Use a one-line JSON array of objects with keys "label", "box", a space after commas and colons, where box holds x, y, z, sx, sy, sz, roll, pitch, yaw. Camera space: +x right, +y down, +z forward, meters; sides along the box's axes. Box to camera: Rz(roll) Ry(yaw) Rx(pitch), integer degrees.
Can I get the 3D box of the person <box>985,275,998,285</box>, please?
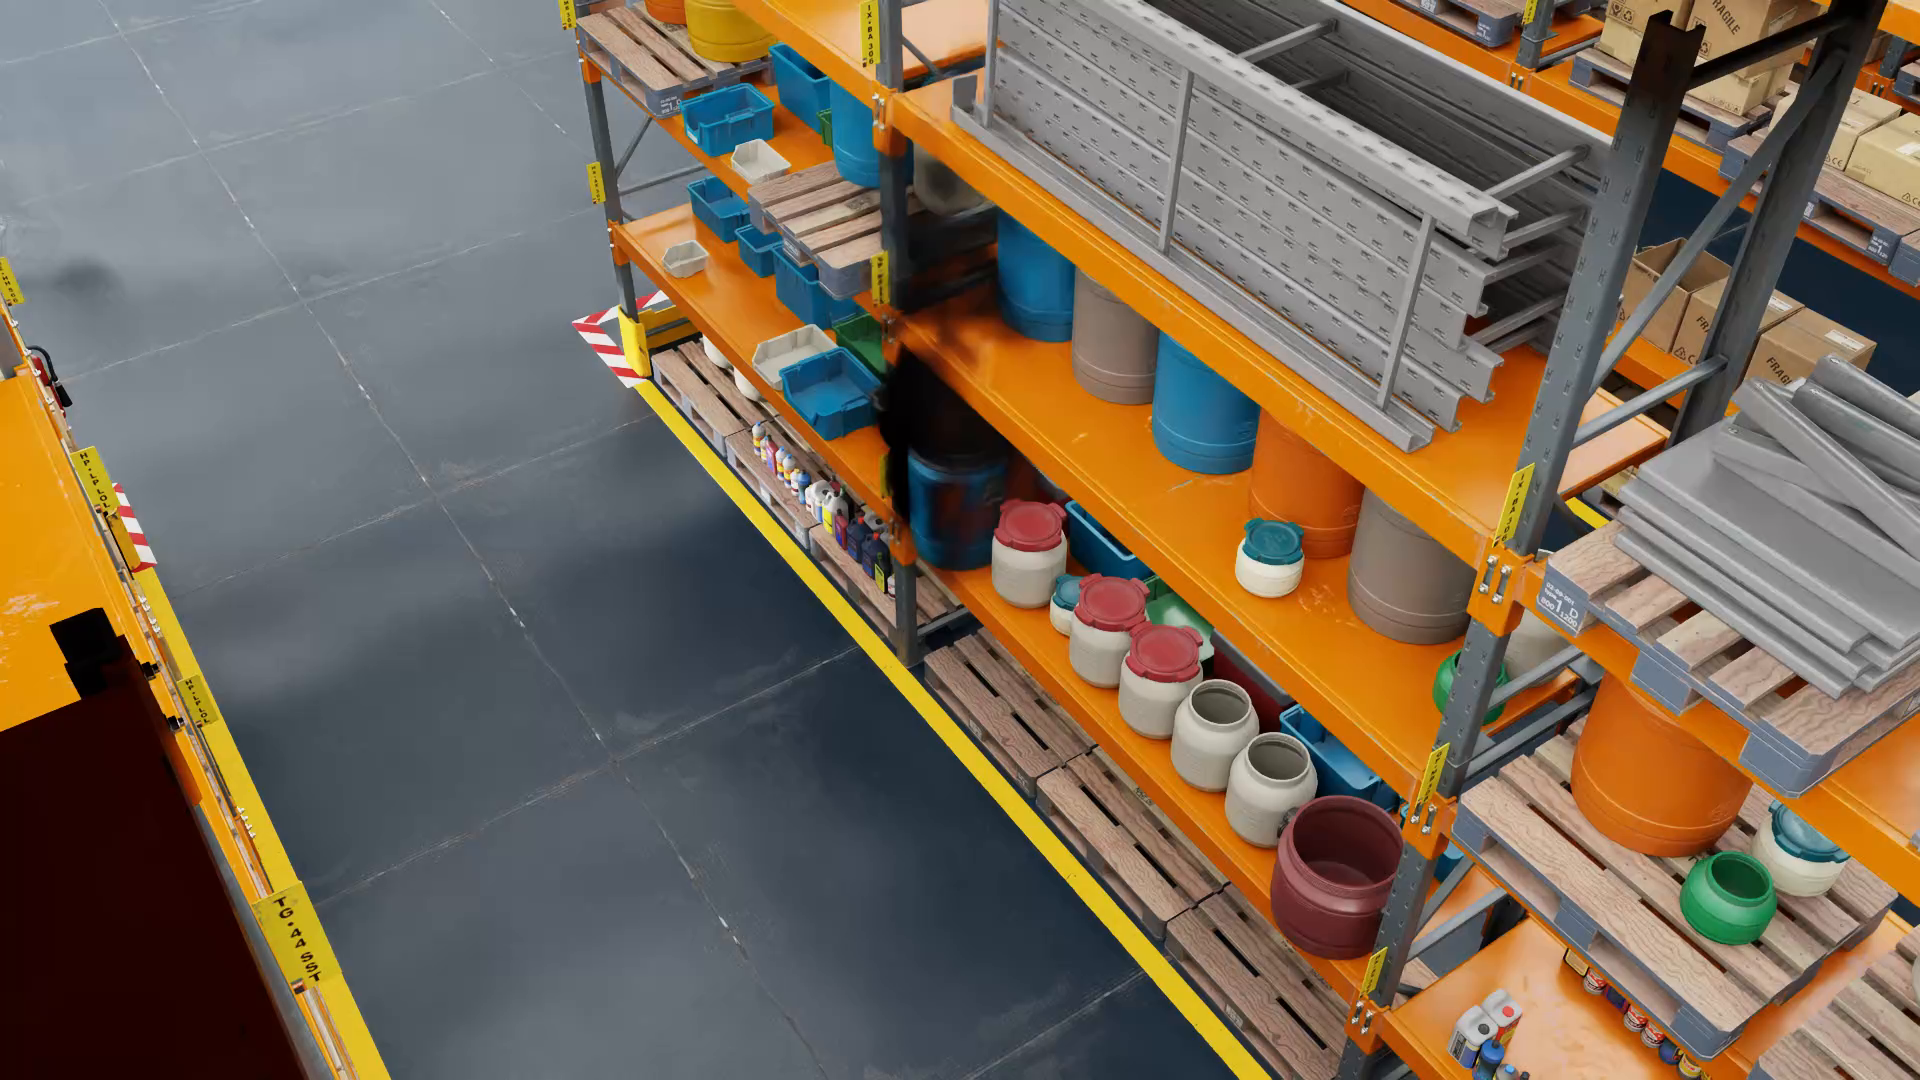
[{"label": "person", "box": [0.406, -1.852, 12.044, 0.640, 1.842, 0.760, -26, 48, -25]}]
